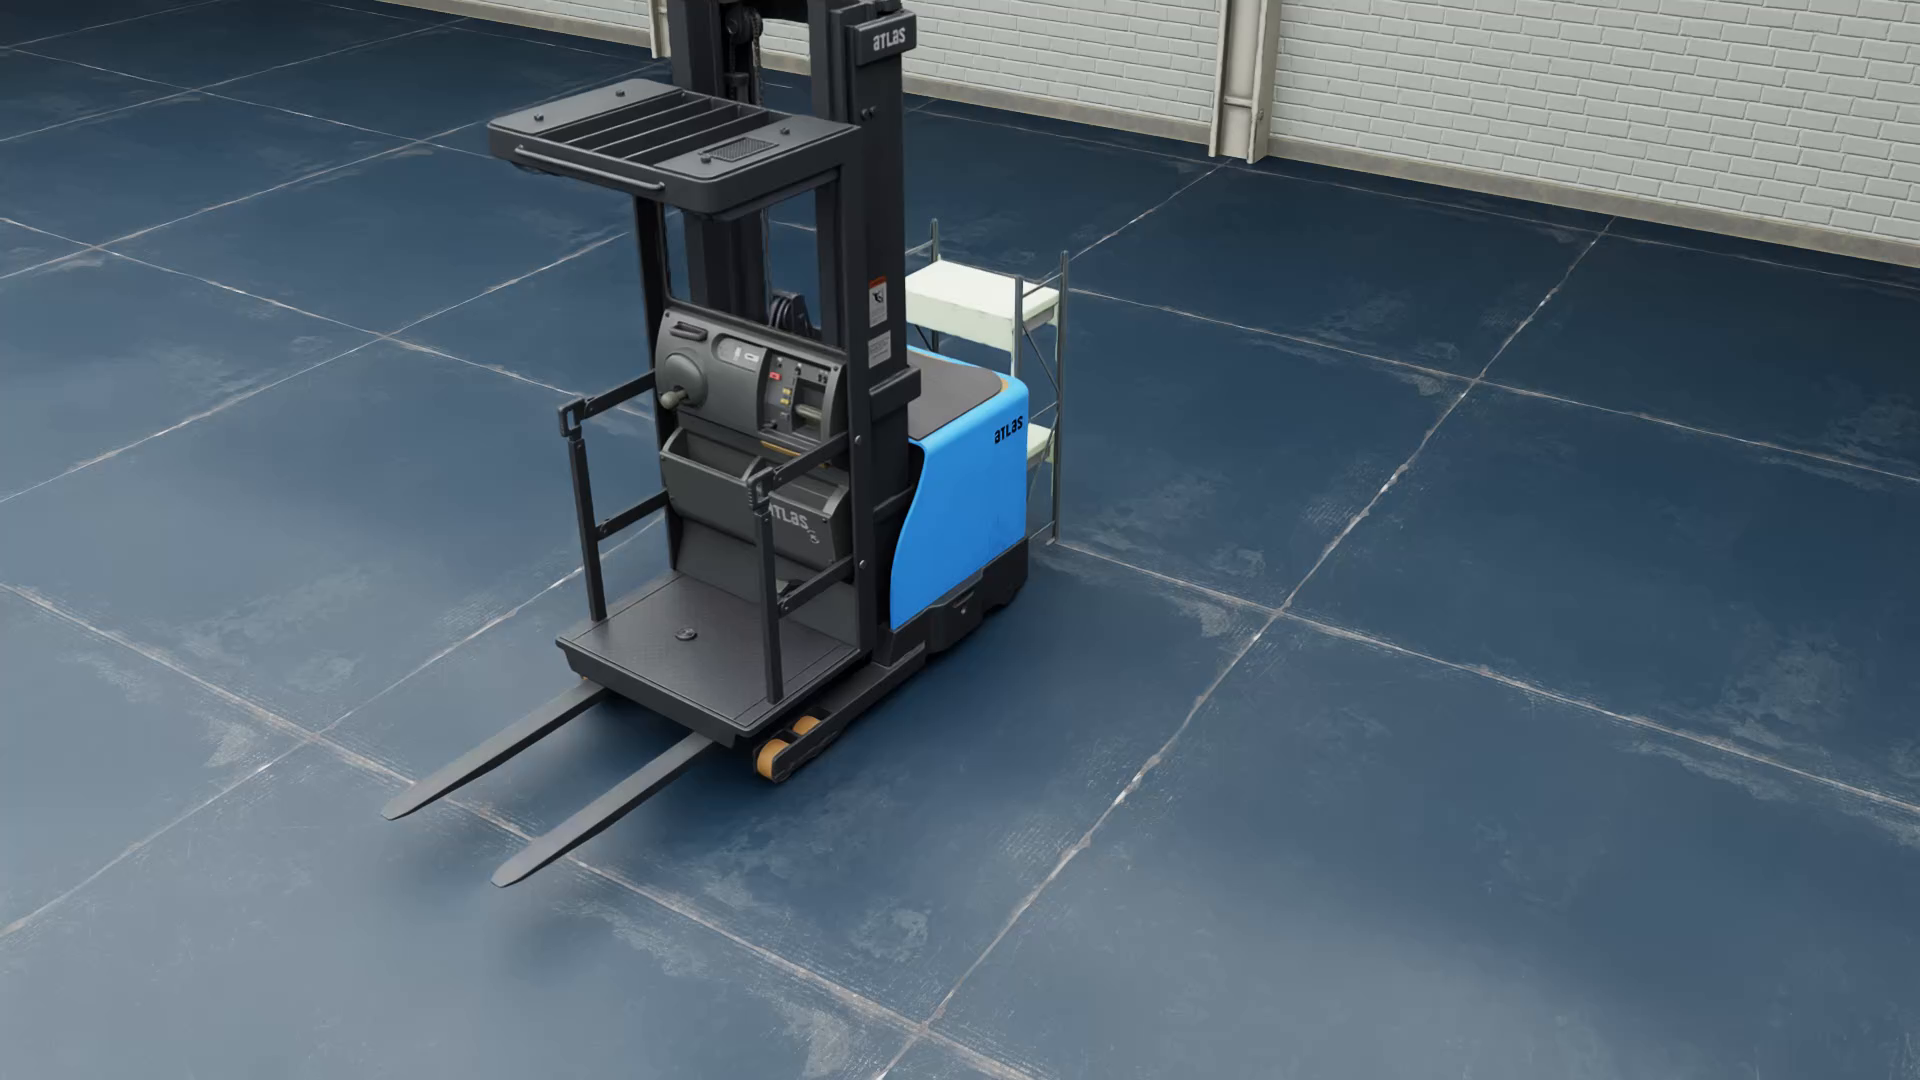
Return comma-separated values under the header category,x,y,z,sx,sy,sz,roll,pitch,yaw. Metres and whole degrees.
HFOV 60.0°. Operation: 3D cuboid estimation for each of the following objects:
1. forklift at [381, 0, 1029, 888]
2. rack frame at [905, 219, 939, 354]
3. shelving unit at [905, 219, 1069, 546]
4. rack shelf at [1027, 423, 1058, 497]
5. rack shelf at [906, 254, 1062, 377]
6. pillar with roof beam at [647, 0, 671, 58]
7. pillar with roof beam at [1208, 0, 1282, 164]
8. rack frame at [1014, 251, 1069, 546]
category,x,y,z,sx,sy,sz,roll,pitch,yaw
forklift,-0.959,-0.586,6.346,1.130,2.935,3.031,20,36,31
rack frame,-0.229,-0.792,8.120,0.023,1.500,0.400,20,36,30
shelving unit,0.068,-0.684,7.935,0.755,1.500,0.431,20,36,30
rack shelf,0.068,-0.403,8.099,0.720,0.370,0.431,20,36,30
rack shelf,0.068,-1.021,7.738,0.720,0.370,0.431,20,36,30
pillar with roof beam,-5.082,-6.825,11.019,0.400,9.000,9.100,18,35,27
pillar with roof beam,0.000,-5.218,8.264,0.400,9.000,9.100,18,35,27
rack frame,0.365,-0.577,7.750,0.023,1.500,0.400,20,36,30
